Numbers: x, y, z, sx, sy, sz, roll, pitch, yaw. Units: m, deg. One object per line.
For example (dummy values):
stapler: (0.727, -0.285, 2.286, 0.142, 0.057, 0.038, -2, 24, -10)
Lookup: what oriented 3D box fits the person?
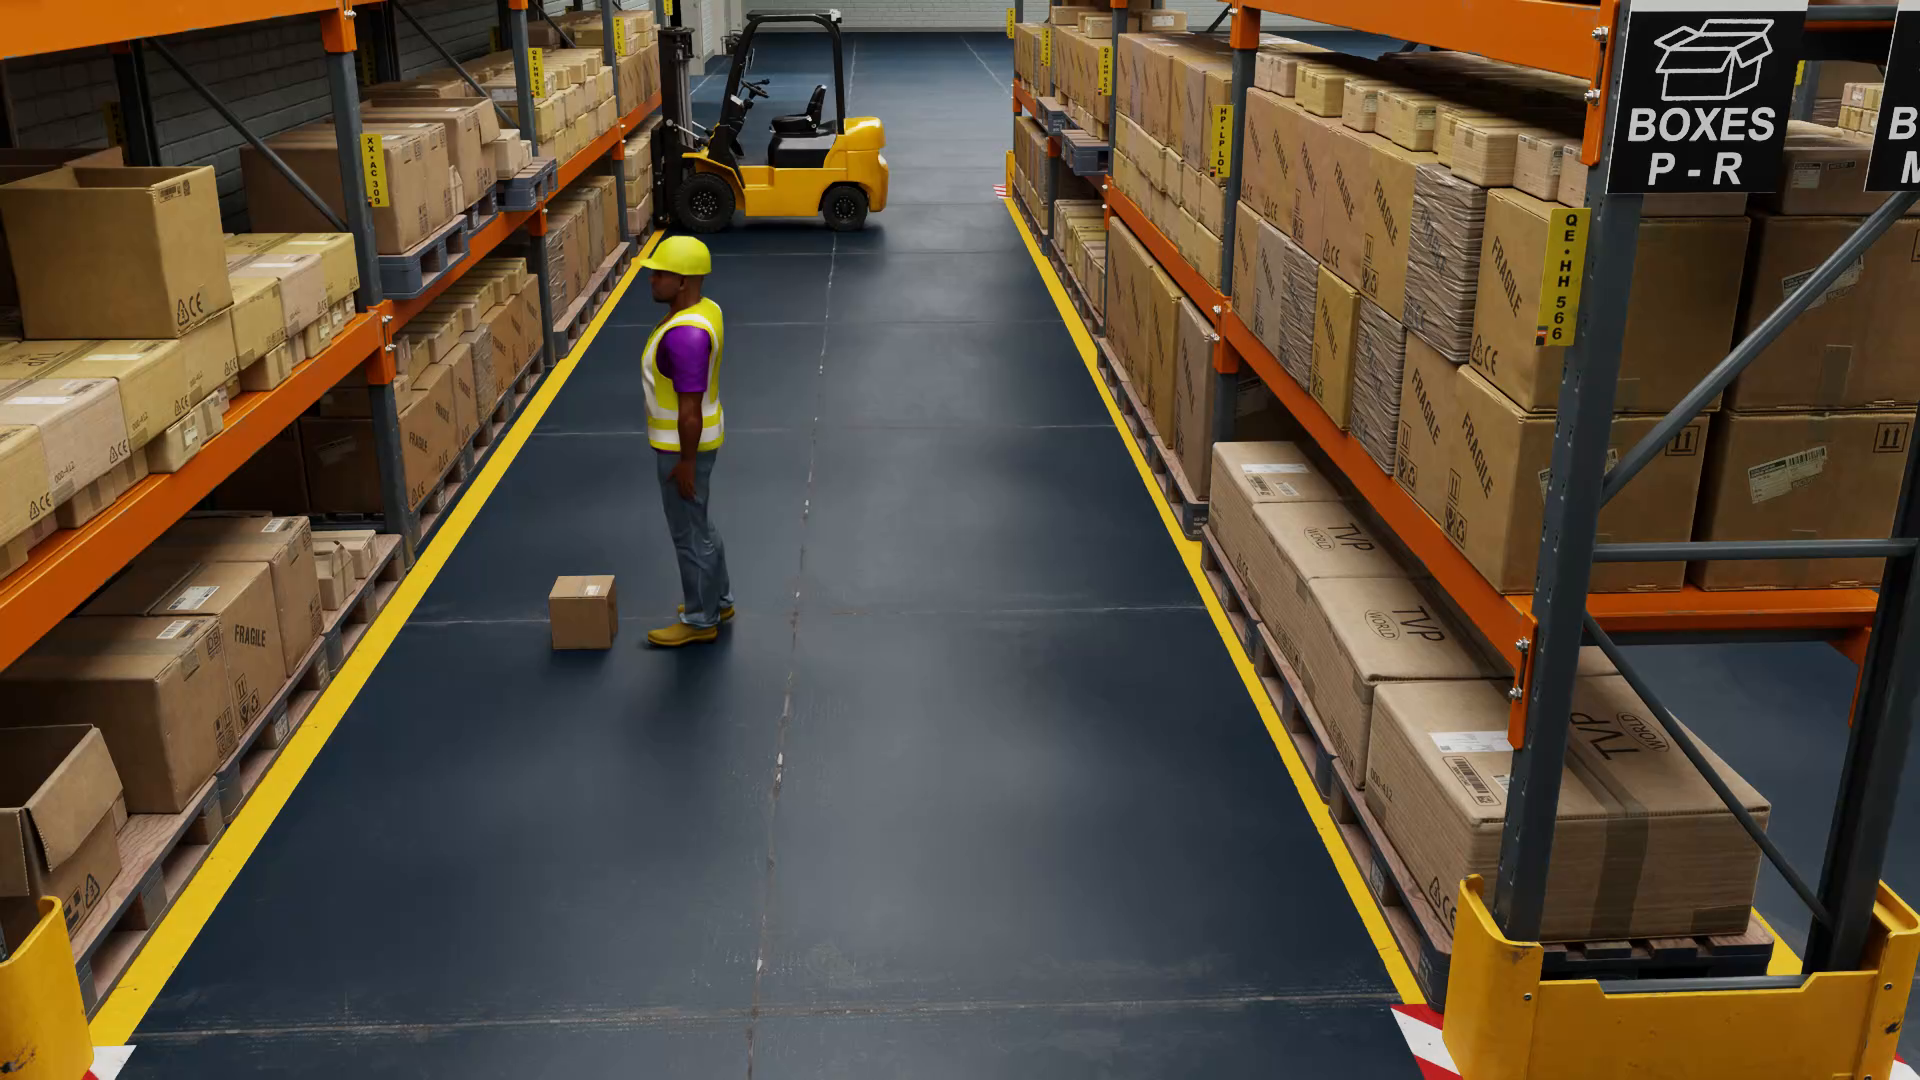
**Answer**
person: (-1.189, -0.408, 7.123, 0.389, 1.794, 0.600, -1, 20, -3)
